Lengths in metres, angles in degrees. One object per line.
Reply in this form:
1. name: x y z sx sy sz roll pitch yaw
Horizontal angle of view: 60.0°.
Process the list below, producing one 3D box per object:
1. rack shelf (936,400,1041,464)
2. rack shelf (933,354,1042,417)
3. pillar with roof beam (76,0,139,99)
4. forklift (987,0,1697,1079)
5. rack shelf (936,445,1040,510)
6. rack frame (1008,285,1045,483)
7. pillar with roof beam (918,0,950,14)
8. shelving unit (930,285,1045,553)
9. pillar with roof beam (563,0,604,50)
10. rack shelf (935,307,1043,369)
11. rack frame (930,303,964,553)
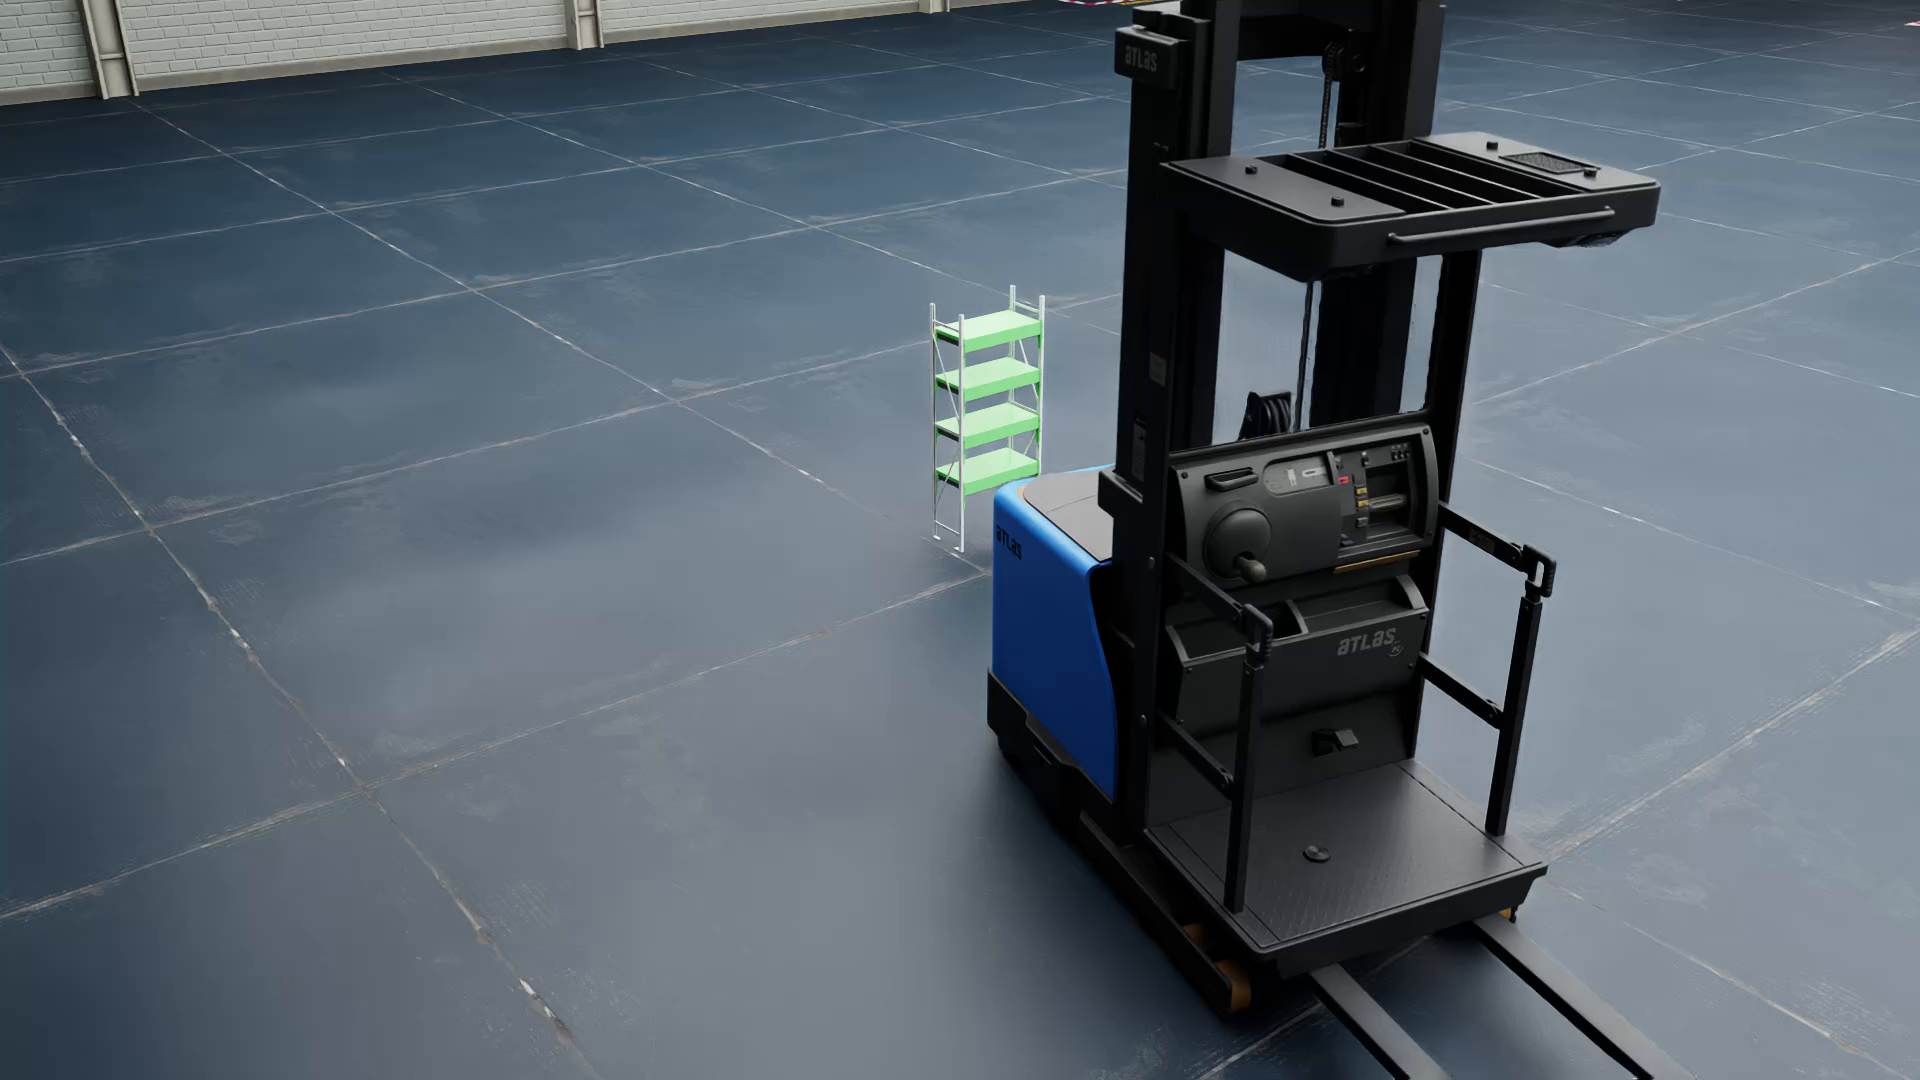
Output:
1. rack shelf: 0.130 -0.529 8.117 0.480 0.148 0.258 -18 31 -34
2. rack shelf: 0.130 -0.747 8.016 0.480 0.148 0.258 -18 31 -34
3. pillar with roof beam: -7.197 -7.859 14.495 0.400 9.000 9.100 -18 31 -34
4. forklift: 1.166 -0.080 4.941 1.130 2.935 3.031 -11 27 -22
5. rack shelf: 0.130 -0.312 8.218 0.480 0.148 0.258 -18 31 -34
6. rack frame: 0.322 -0.651 8.227 0.015 1.200 0.240 -18 31 -34
7. pillar with roof beam: 2.246 -10.977 21.212 0.400 9.000 9.100 -18 31 -34
8. shelving unit: 0.130 -0.587 8.090 0.503 1.200 0.258 -18 31 -34
9. pillar with roof beam: -2.476 -9.418 17.853 0.400 9.000 9.100 -18 31 -34
10. rack shelf: 0.130 -0.965 7.915 0.480 0.148 0.258 -18 31 -34
11. rack frame: -0.062 -0.524 7.953 0.015 1.200 0.240 -18 31 -34
